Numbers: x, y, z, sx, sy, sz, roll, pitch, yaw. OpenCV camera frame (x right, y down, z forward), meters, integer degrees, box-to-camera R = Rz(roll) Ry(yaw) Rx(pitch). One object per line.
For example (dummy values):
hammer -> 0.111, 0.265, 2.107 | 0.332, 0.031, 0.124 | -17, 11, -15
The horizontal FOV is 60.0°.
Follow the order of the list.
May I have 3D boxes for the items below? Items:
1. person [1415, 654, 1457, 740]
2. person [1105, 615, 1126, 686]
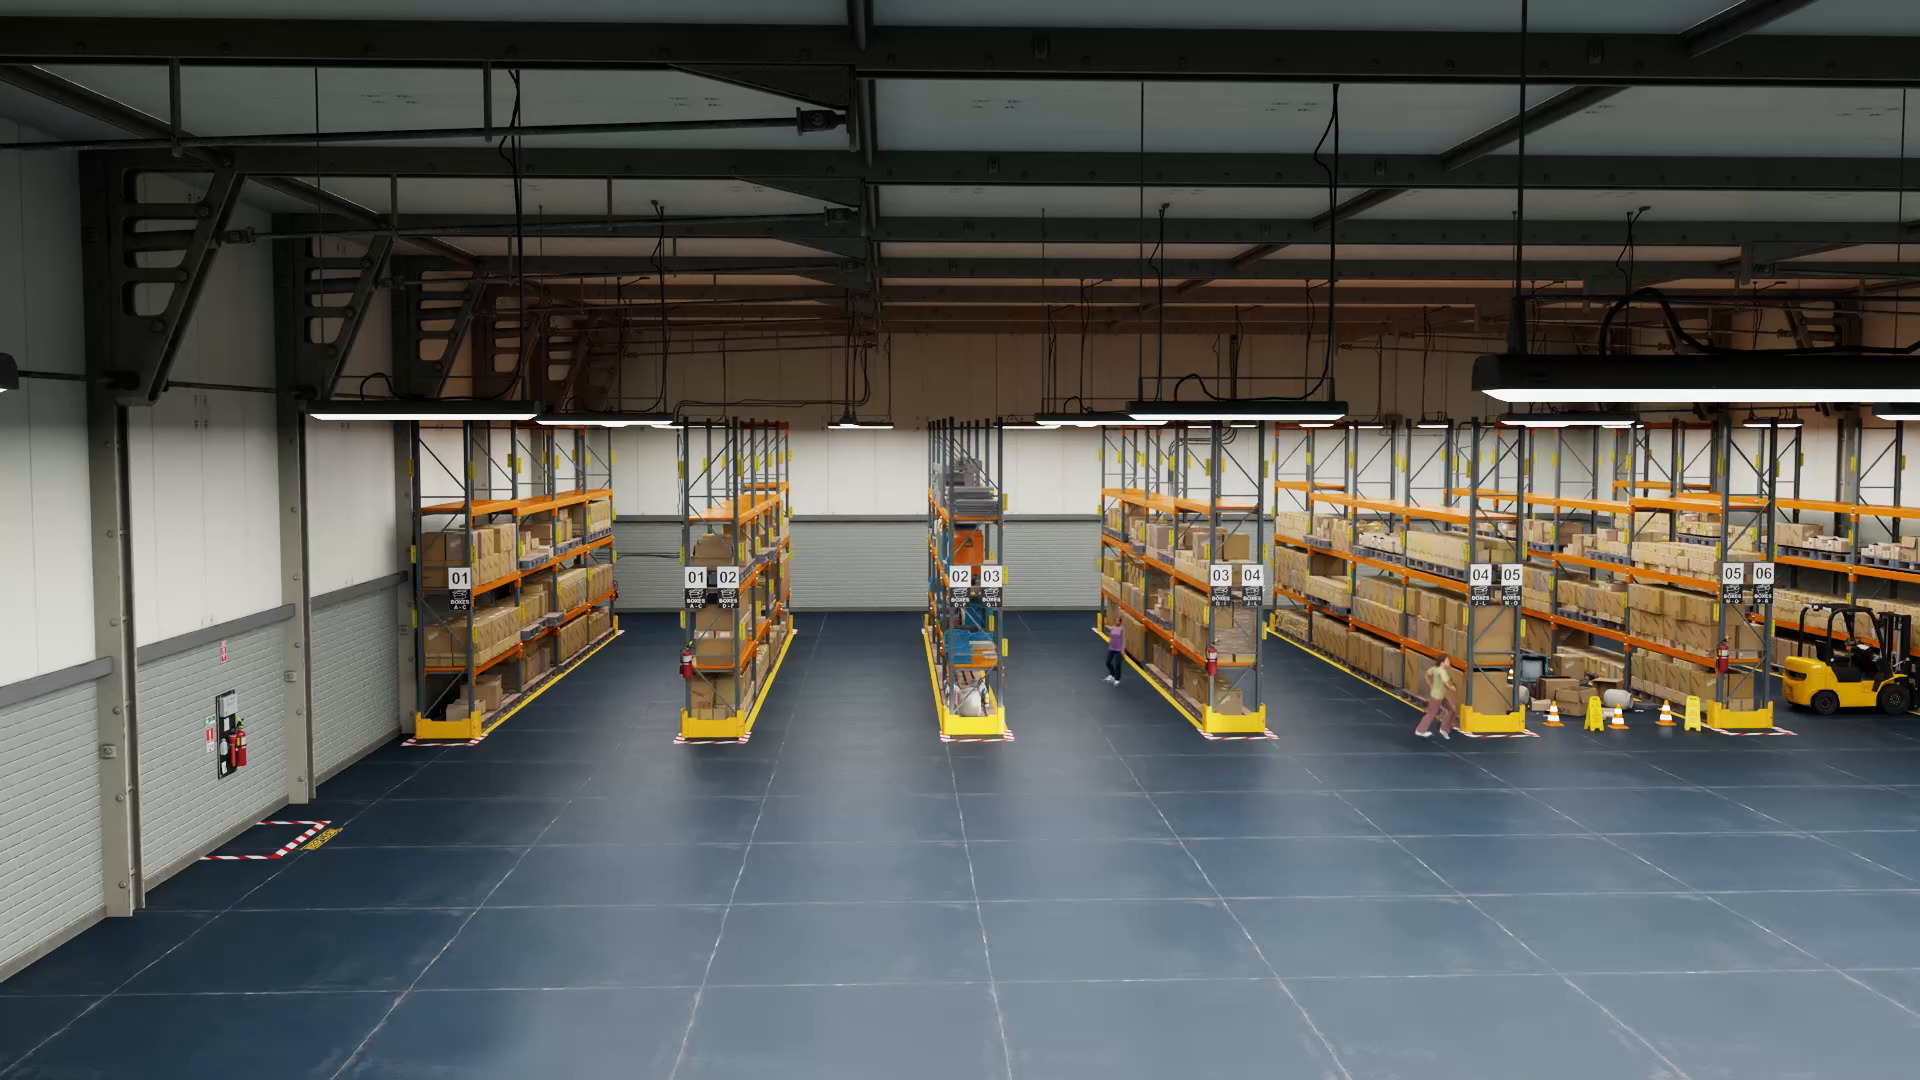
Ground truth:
person -> 8.788, 2.916, 30.701 | 0.731, 1.665, 0.636 | 1, 4, 18
person -> 3.516, 2.487, 37.475 | 0.534, 1.609, 0.431 | 2, 4, 30
